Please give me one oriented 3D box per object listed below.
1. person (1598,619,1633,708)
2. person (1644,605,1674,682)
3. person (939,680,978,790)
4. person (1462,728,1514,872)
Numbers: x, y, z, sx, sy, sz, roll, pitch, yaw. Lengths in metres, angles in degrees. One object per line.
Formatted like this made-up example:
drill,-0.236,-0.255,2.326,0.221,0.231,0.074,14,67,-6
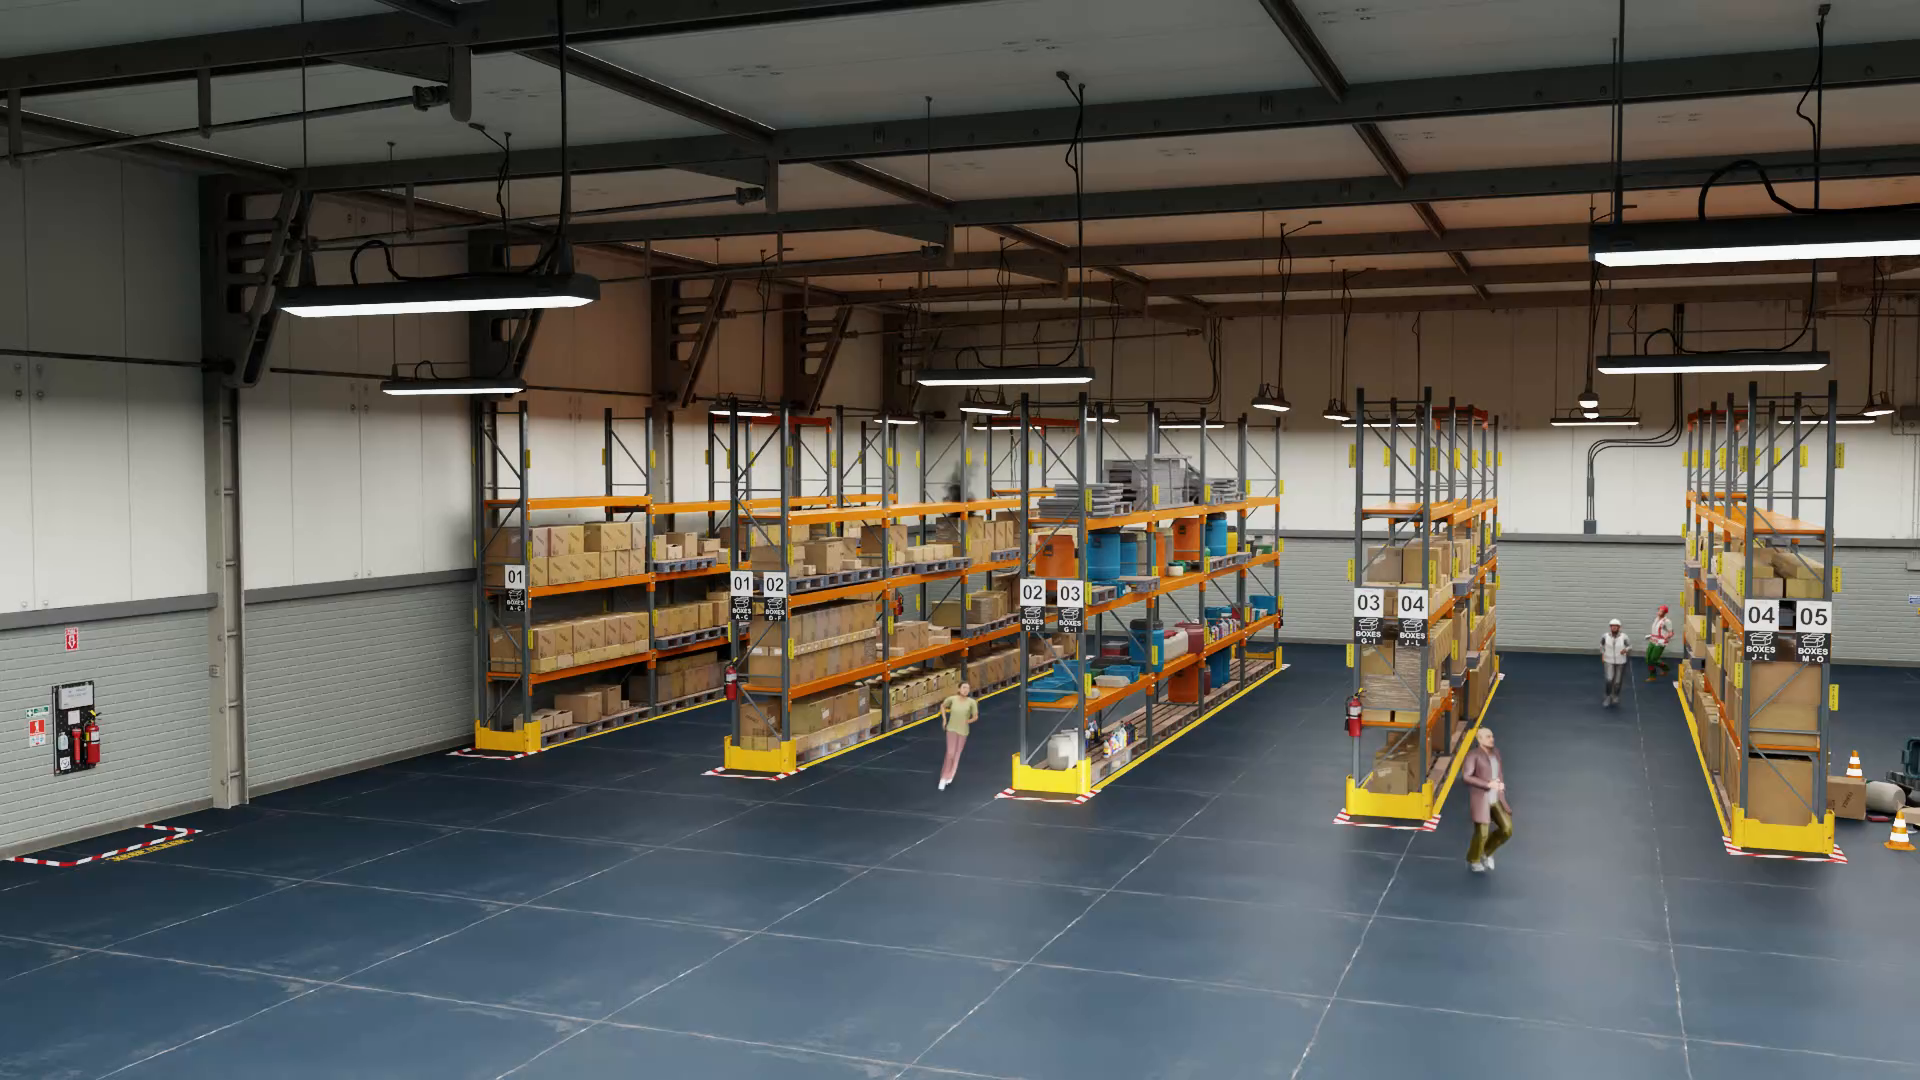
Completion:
person,13.225,2.491,33.547,0.652,1.809,0.756,1,3,19
person,15.739,2.325,37.326,0.603,1.743,0.715,-1,3,-15
person,-0.032,2.951,25.322,0.618,1.652,0.659,0,3,-5
person,6.353,3.141,19.995,0.734,1.758,0.690,-1,3,-23
